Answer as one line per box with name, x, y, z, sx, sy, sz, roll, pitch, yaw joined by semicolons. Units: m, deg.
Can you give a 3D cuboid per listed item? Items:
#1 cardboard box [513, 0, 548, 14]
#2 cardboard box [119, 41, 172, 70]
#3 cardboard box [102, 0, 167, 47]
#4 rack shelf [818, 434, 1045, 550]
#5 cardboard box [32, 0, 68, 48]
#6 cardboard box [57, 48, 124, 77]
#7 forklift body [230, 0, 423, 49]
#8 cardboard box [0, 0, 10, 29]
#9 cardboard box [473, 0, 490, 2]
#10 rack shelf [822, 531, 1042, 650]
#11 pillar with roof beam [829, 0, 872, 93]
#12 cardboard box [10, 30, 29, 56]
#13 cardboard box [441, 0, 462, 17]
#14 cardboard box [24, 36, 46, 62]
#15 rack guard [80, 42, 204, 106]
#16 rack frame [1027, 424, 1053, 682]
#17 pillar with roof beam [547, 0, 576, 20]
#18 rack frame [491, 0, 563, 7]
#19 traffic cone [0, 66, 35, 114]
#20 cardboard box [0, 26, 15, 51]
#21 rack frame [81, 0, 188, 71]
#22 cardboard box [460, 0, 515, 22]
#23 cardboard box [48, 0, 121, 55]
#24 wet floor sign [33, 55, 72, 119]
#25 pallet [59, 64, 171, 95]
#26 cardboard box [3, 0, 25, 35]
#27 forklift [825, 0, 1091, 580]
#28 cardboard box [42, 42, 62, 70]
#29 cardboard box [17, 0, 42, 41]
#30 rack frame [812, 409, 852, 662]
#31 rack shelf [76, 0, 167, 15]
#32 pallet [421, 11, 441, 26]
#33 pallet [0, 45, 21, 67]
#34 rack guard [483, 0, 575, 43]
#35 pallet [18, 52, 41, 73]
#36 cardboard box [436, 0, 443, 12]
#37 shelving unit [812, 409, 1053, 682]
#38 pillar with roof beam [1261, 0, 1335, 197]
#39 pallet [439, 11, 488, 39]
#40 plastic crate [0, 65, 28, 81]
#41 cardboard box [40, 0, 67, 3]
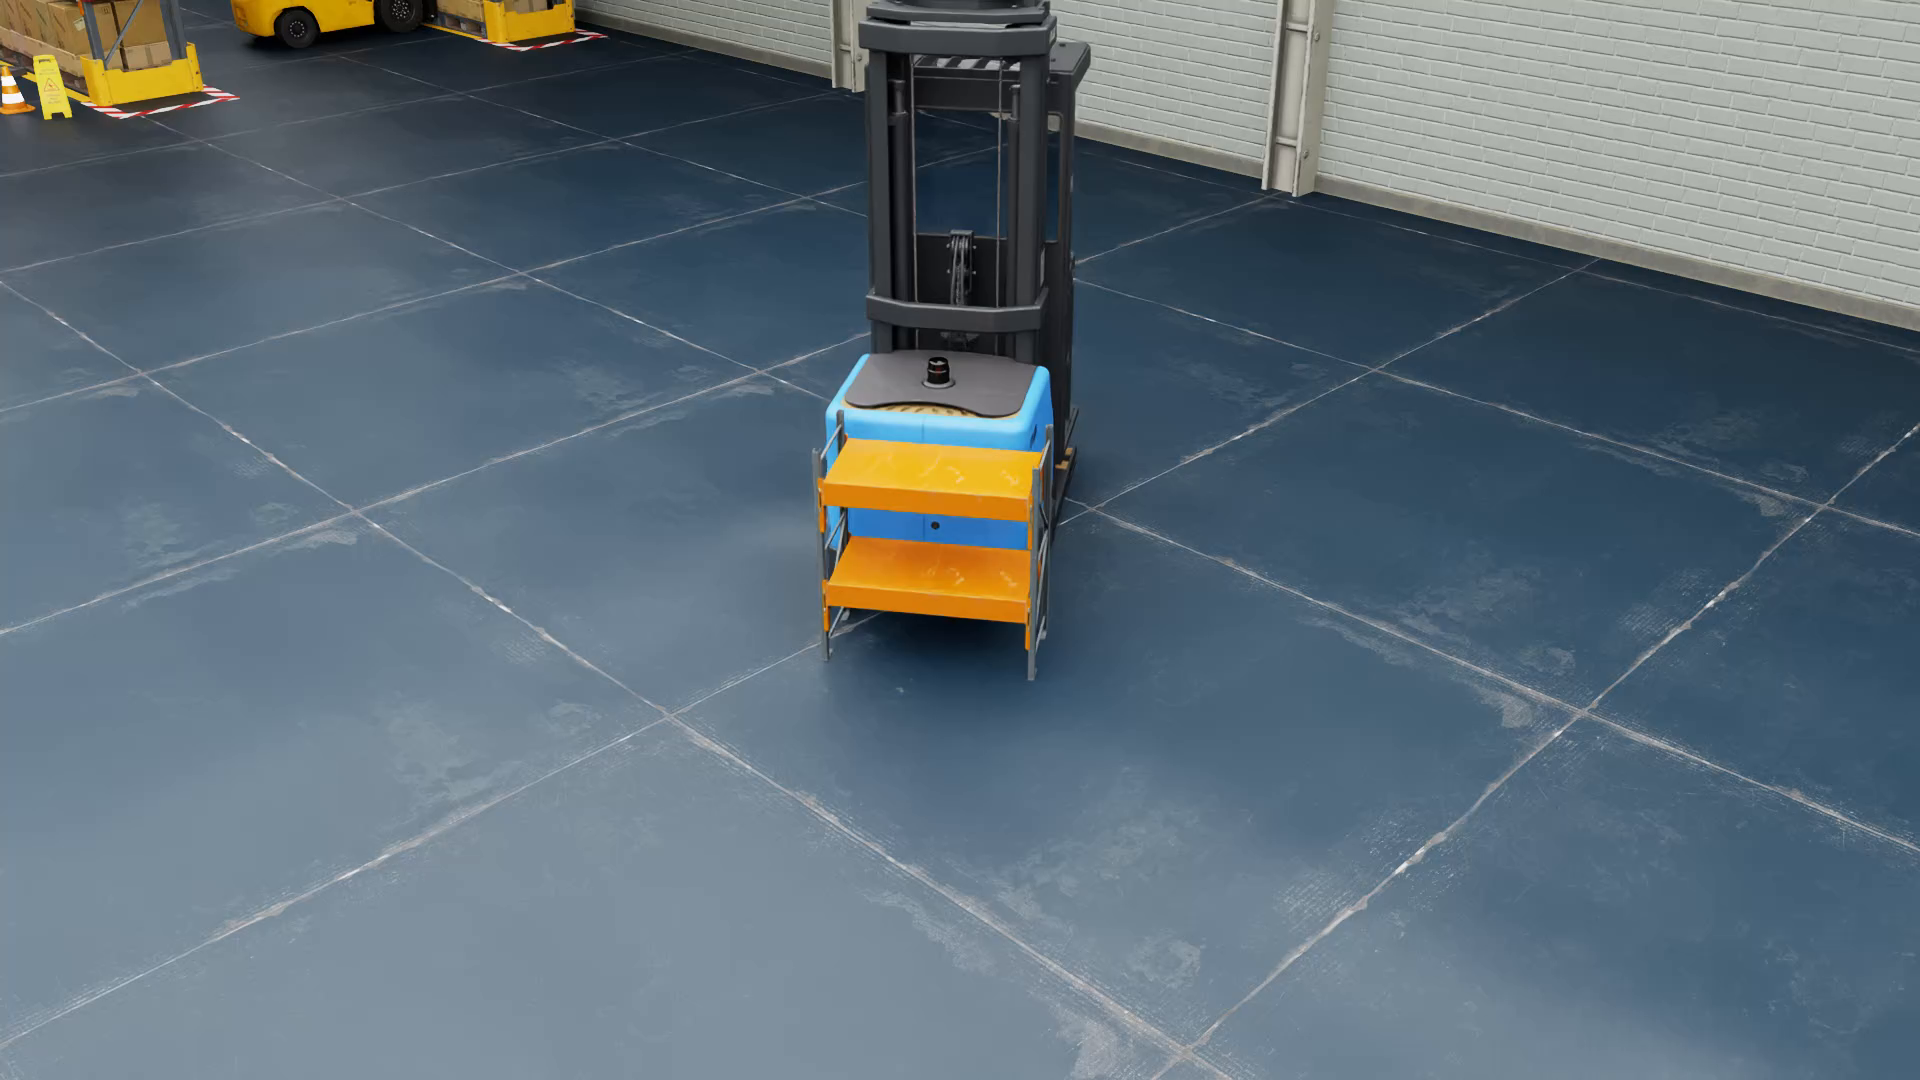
cardboard box;-5.857;-7.166;22.158;0.500;0.250;0.500;25;37;39
cardboard box;-9.503;-5.647;19.270;0.500;0.250;0.500;24;36;38
cardboard box;-9.520;-5.987;19.110;0.500;0.500;0.500;23;36;37
rack shelf;-0.118;-0.236;7.859;1.000;0.278;0.538;5;28;9
cardboard box;-10.250;-5.968;19.075;0.500;0.500;0.500;-24;36;-37
cardboard box;-9.904;-5.475;18.942;0.500;0.250;0.500;24;36;38
forklift body;-8.275;-7.610;21.411;1.214;2.155;2.313;25;36;38
cardboard box;-11.352;-6.477;20.041;0.500;0.500;0.500;-24;36;-37
cardboard box;-6.210;-7.217;21.719;0.500;0.250;0.500;24;36;38
rack shelf;-0.118;0.239;8.111;1.000;0.278;0.538;5;28;9
pillar with roof beam;-4.249;-7.767;14.352;0.400;9.000;9.100;25;36;38
cardboard box;-10.974;-5.973;19.889;0.500;0.250;0.500;24;36;38
cardboard box;-6.549;-7.155;22.137;0.500;0.250;0.500;25;36;38
cardboard box;-10.627;-5.807;19.575;0.500;0.250;0.500;23;35;37
rack guard;-9.176;-5.242;18.682;0.348;0.500;1.175;25;36;38
rack frame;0.383;0.064;7.917;0.032;1.125;0.500;5;28;9
pillar with roof beam;-8.527;-9.725;18.076;0.400;9.000;9.100;25;36;38
rack frame;-5.644;-7.972;21.188;0.127;3.000;1.000;25;36;38
traffic cone;-10.333;-4.913;18.096;0.334;0.463;0.336;25;36;38
cardboard box;-11.354;-6.145;20.217;0.500;0.250;0.500;-23;35;-36
rack frame;-9.122;-6.323;18.053;0.127;3.000;1.000;25;36;38
cardboard box;-6.201;-6.989;21.822;0.500;0.250;0.500;25;37;39
cardboard box;-9.876;-5.799;18.753;0.500;0.500;0.500;25;37;39
wet floor sign;-9.736;-4.864;17.808;0.267;0.644;0.232;-13;30;-22
pallet;-9.730;-5.391;19.276;1.213;0.211;1.003;25;36;38
cardboard box;-10.984;-6.307;19.719;0.500;0.500;0.500;-23;35;-37
forklift;0.095;-1.621;9.184;1.130;2.935;3.031;5;28;9
cardboard box;-10.250;-5.638;19.253;0.500;0.250;0.500;25;37;39
cardboard box;-10.605;-6.135;19.392;0.500;0.500;0.500;24;36;37
rack frame;-0.618;-0.019;8.076;0.032;1.125;0.500;5;28;9
rack shelf;-10.548;-6.658;19.461;4.000;0.370;1.077;25;36;38
pallet;-7.085;-7.371;23.042;1.213;0.211;1.003;25;36;38
pallet;-11.470;-6.187;20.790;1.213;0.211;1.003;25;36;38
rack guard;-5.627;-6.858;21.755;0.348;0.500;1.175;25;36;38
pallet;-10.596;-5.789;20.032;1.213;0.211;1.003;25;36;38
cardboard box;-6.899;-7.321;22.453;0.500;0.250;0.500;-25;37;-39
shelving unit;-0.118;0.023;7.996;1.048;1.125;0.538;5;28;9
pillar with roof beam;0.030;-5.809;10.629;0.400;9.000;9.100;25;36;38
pallet;-6.219;-6.973;22.285;1.213;0.211;1.003;25;36;38
plastic crate;-11.429;-5.552;19.723;0.583;0.080;0.402;12;30;22
cardboard box;-10.184;-6.184;18.788;0.380;0.149;0.250;-24;36;-38
